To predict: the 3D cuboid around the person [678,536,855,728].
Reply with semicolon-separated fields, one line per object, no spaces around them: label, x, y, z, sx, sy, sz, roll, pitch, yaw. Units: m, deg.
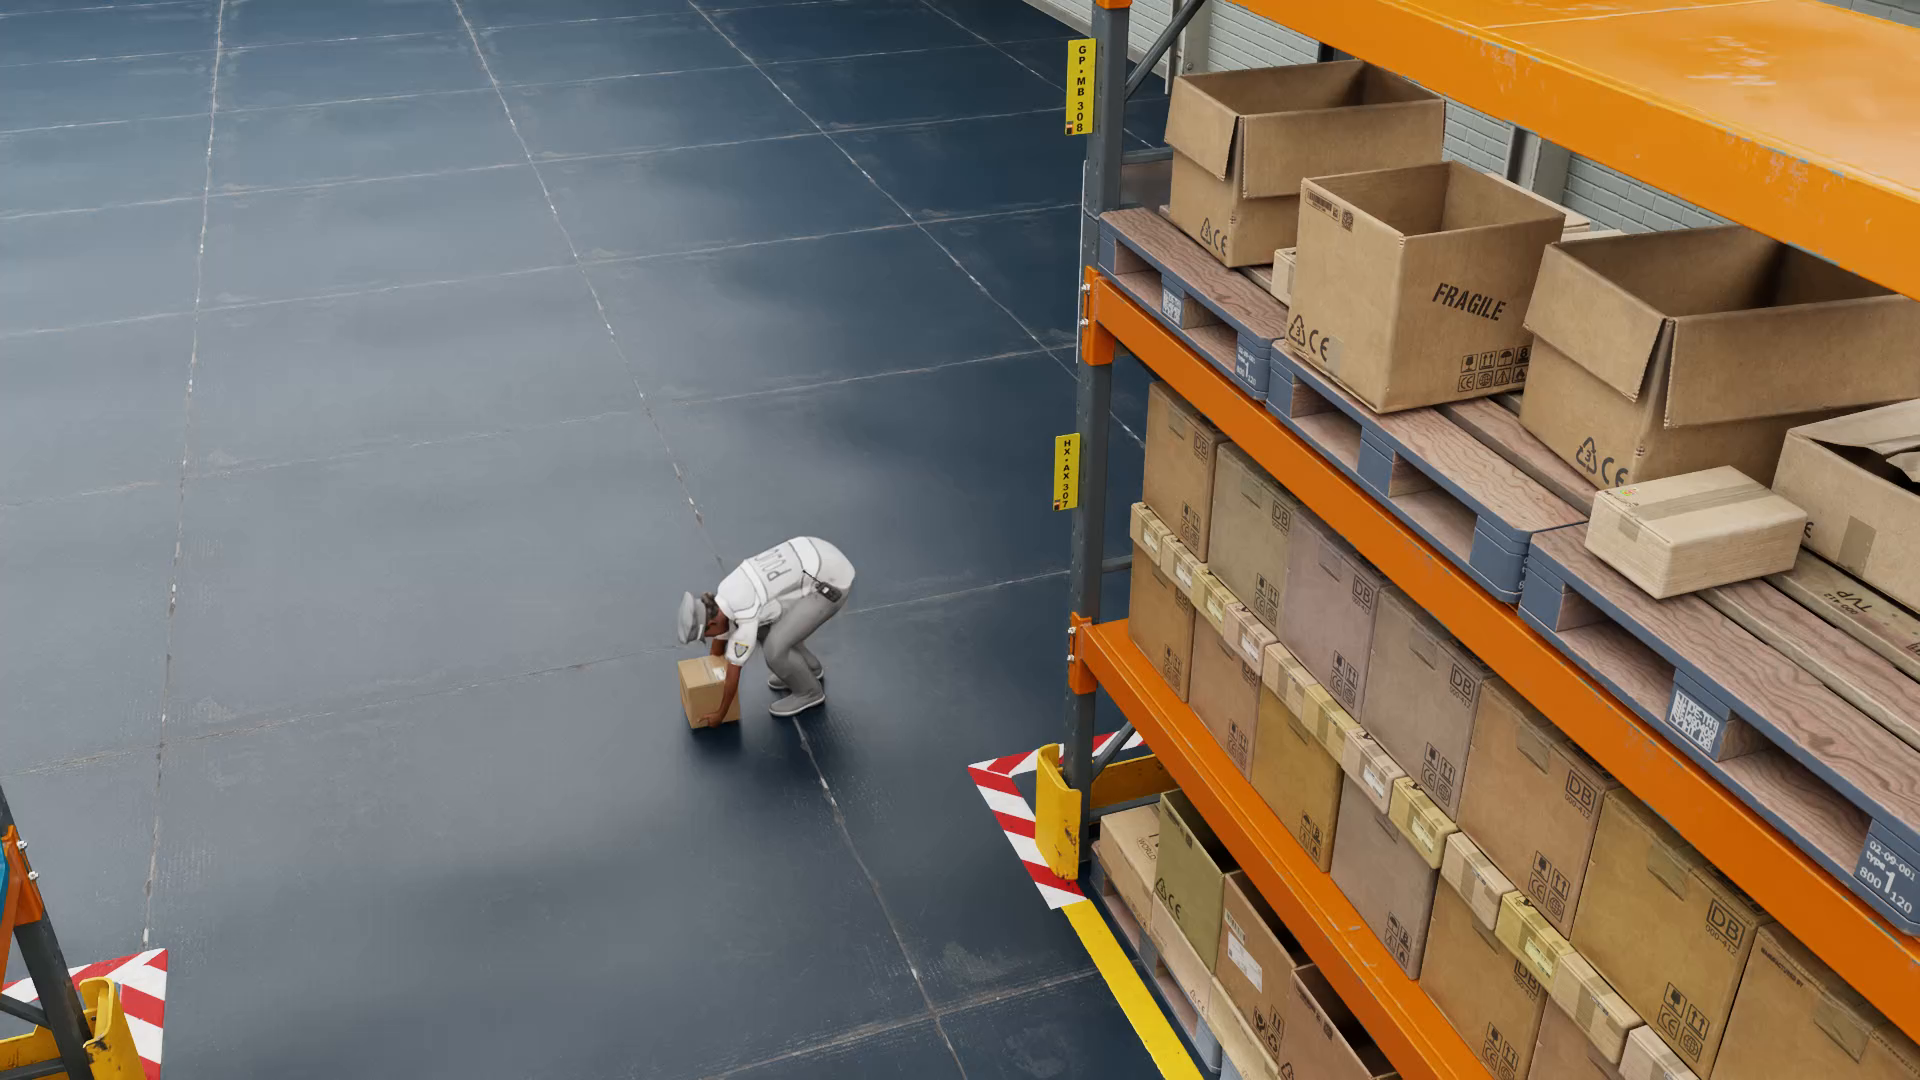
person;-0.969;0.455;8.346;0.905;0.868;0.456;-12;32;-20
